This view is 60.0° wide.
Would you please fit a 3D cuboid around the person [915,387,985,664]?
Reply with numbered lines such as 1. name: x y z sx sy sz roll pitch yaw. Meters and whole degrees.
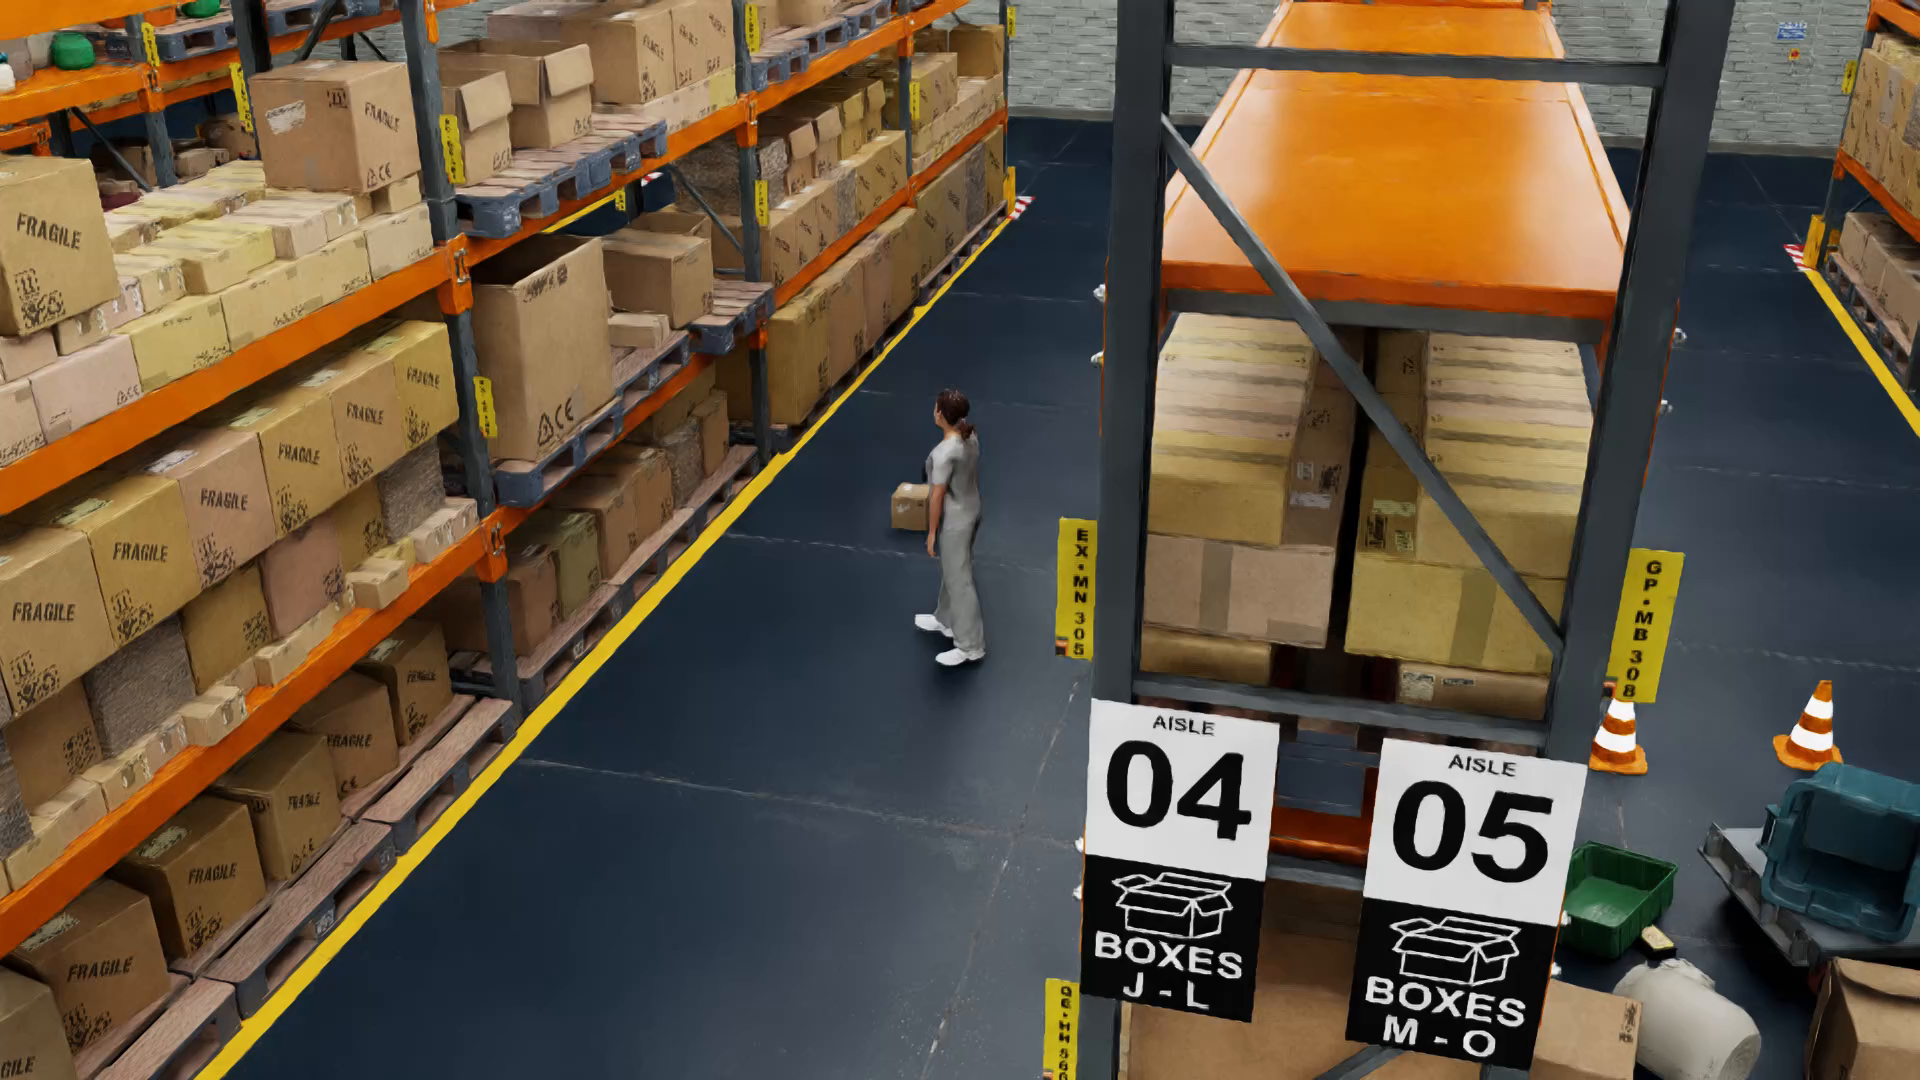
1. person: -0.066 -0.122 9.900 0.569 1.667 0.577 10 27 20
